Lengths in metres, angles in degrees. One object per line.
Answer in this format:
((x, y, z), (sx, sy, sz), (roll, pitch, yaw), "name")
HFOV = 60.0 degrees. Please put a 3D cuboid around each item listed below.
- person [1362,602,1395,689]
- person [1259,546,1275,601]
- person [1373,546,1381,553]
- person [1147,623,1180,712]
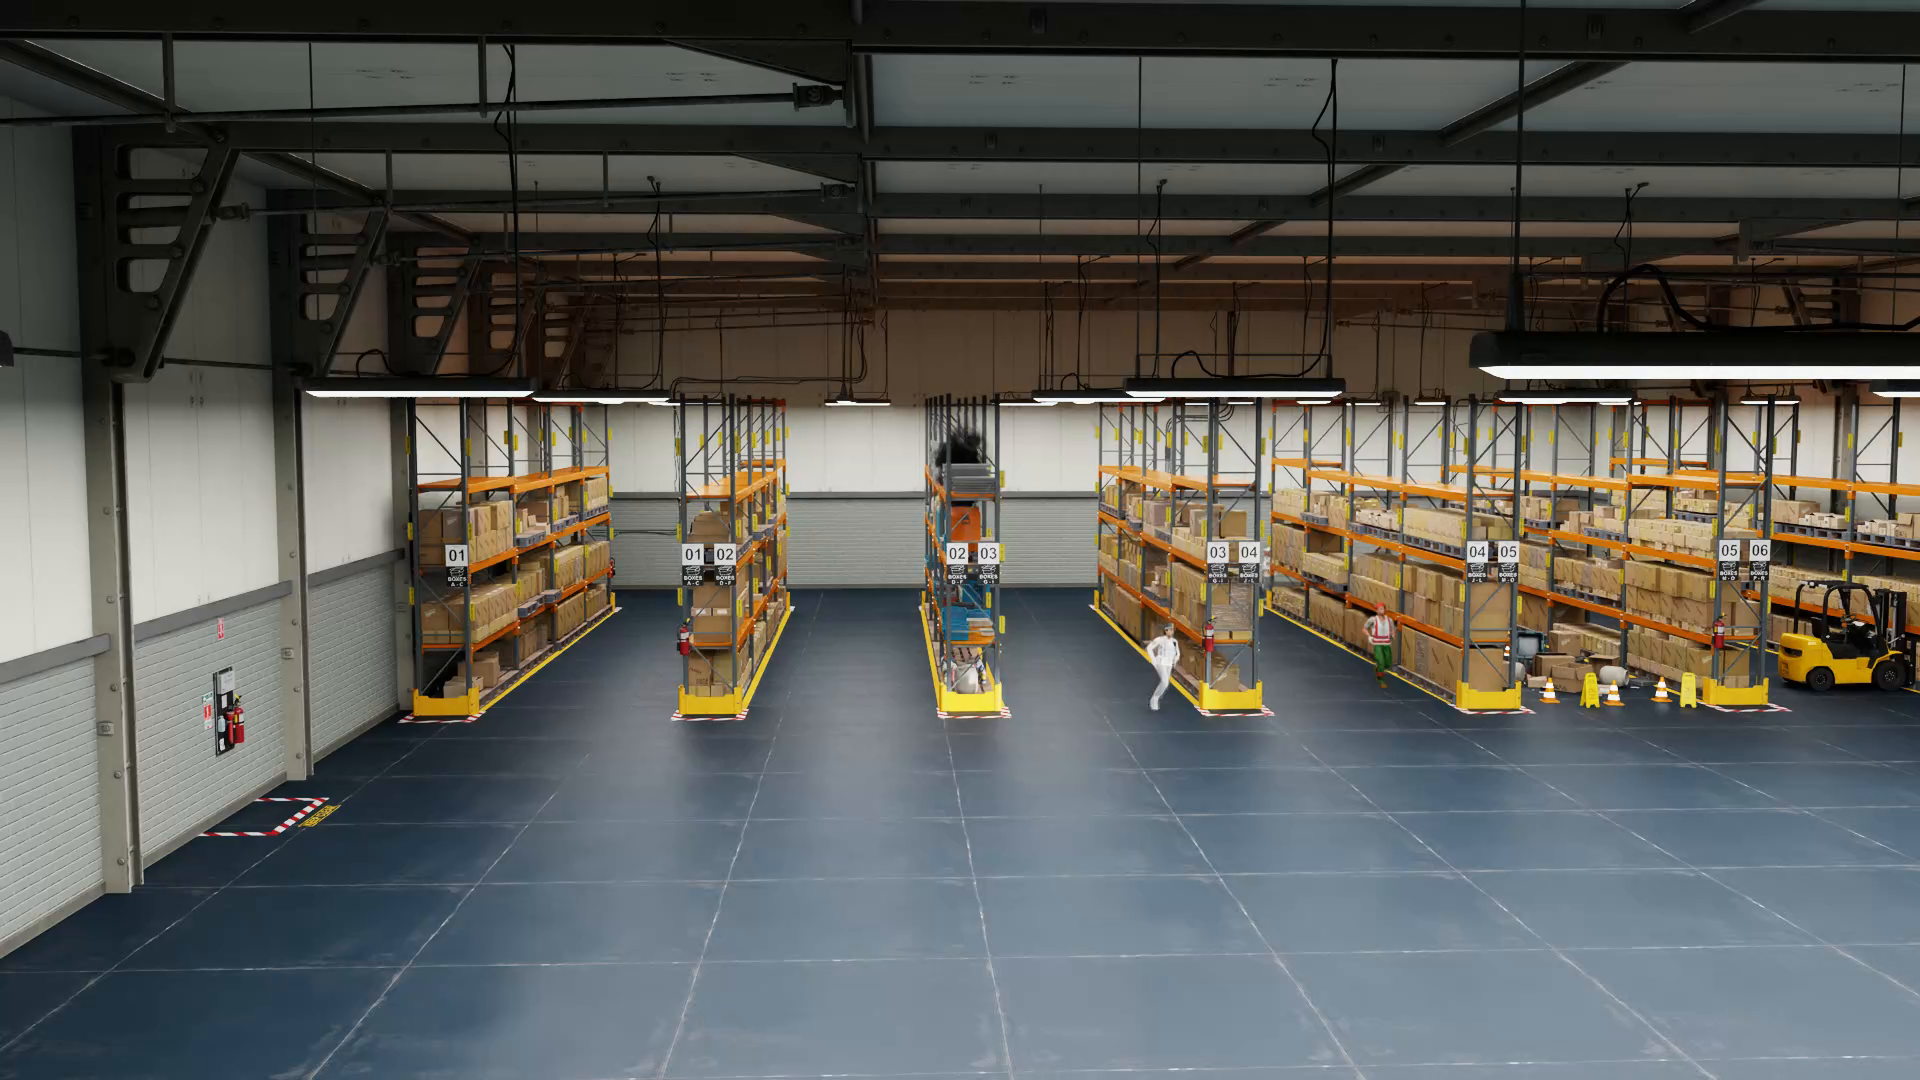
((8.630, 2.152, 34.175), (0.663, 1.748, 0.780), (-1, 5, -10), "person")
((9.100, 1.004, 49.134), (0.570, 1.677, 0.742), (-1, 5, -7), "person")
((12.448, 1.003, 49.351), (0.649, 1.693, 0.692), (1, 5, 9), "person")
((3.898, 2.409, 31.569), (0.636, 1.672, 0.586), (-3, 5, -29), "person")
